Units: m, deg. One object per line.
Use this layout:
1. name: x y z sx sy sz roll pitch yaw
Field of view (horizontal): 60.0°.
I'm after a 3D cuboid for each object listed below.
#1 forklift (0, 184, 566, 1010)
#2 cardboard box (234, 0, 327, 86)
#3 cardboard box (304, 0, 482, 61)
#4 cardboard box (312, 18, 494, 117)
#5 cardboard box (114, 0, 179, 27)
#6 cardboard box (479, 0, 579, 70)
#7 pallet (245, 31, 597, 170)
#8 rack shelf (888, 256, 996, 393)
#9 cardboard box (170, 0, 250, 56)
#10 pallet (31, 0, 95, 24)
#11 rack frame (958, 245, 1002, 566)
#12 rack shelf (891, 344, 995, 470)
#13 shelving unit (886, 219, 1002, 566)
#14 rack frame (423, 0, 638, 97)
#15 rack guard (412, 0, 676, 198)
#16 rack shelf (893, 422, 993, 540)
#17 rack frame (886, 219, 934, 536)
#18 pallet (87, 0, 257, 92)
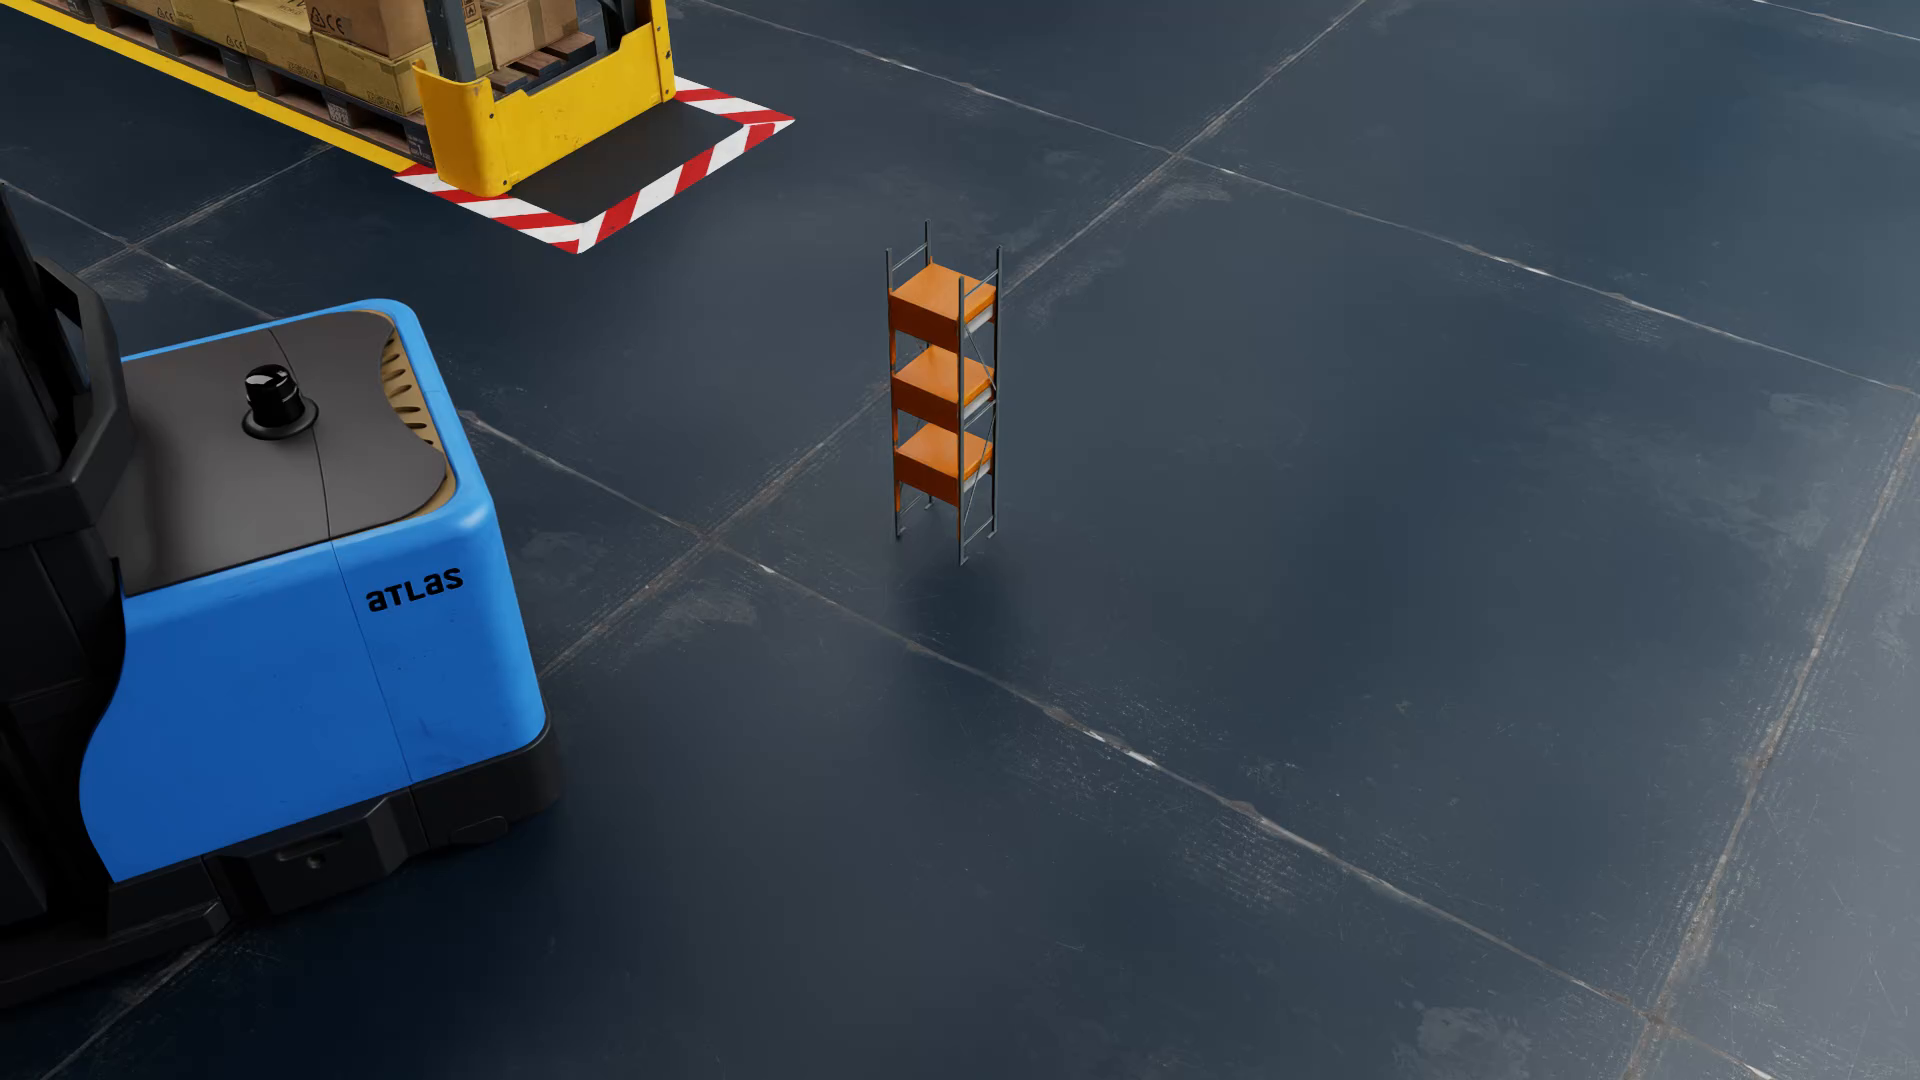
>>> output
1. forklift: -2.606 -0.235 3.314 3.031 2.935 1.130 -18 45 -19
2. cardboard box: -2.776 -2.258 7.271 0.500 0.250 0.500 25 48 25
3. cardboard box: -2.361 -2.351 6.813 0.500 0.500 0.500 25 48 25
4. cardboard box: -2.359 -2.073 7.064 0.500 0.250 0.500 25 48 25
5. cardboard box: -3.594 -2.641 7.699 0.500 0.250 0.500 25 48 25
6. cardboard box: -2.062 -2.356 7.380 0.500 0.250 0.500 25 48 25
7. pallet: -2.401 -2.128 7.470 1.213 0.211 1.003 25 48 25
8. rack shelf: -0.044 -0.615 4.741 0.240 0.259 0.215 25 48 25
9. cardboard box: -3.186 -2.448 7.484 0.500 0.250 0.500 25 48 25
10. pallet: -4.398 -3.062 8.514 1.213 0.211 1.003 25 48 25
11. rack frame: 0.056 -0.365 4.871 0.008 1.050 0.200 25 48 25
12. rack shelf: -0.044 -0.404 4.930 0.240 0.259 0.215 25 48 25
13. shelving unit: -0.044 -0.412 4.923 0.252 1.050 0.215 25 48 25
14. rack frame: -1.751 -2.897 6.238 0.127 3.000 1.000 25 48 25
15. rack guard: -1.731 -1.957 7.062 0.348 0.500 1.175 25 48 25
16. rack shelf: -0.044 -0.197 5.115 0.240 0.259 0.215 25 48 25
17. rack frame: -0.144 -0.458 4.975 0.008 1.050 0.200 25 48 25
18. pallet: -3.395 -2.596 7.992 1.213 0.211 1.003 25 48 25
